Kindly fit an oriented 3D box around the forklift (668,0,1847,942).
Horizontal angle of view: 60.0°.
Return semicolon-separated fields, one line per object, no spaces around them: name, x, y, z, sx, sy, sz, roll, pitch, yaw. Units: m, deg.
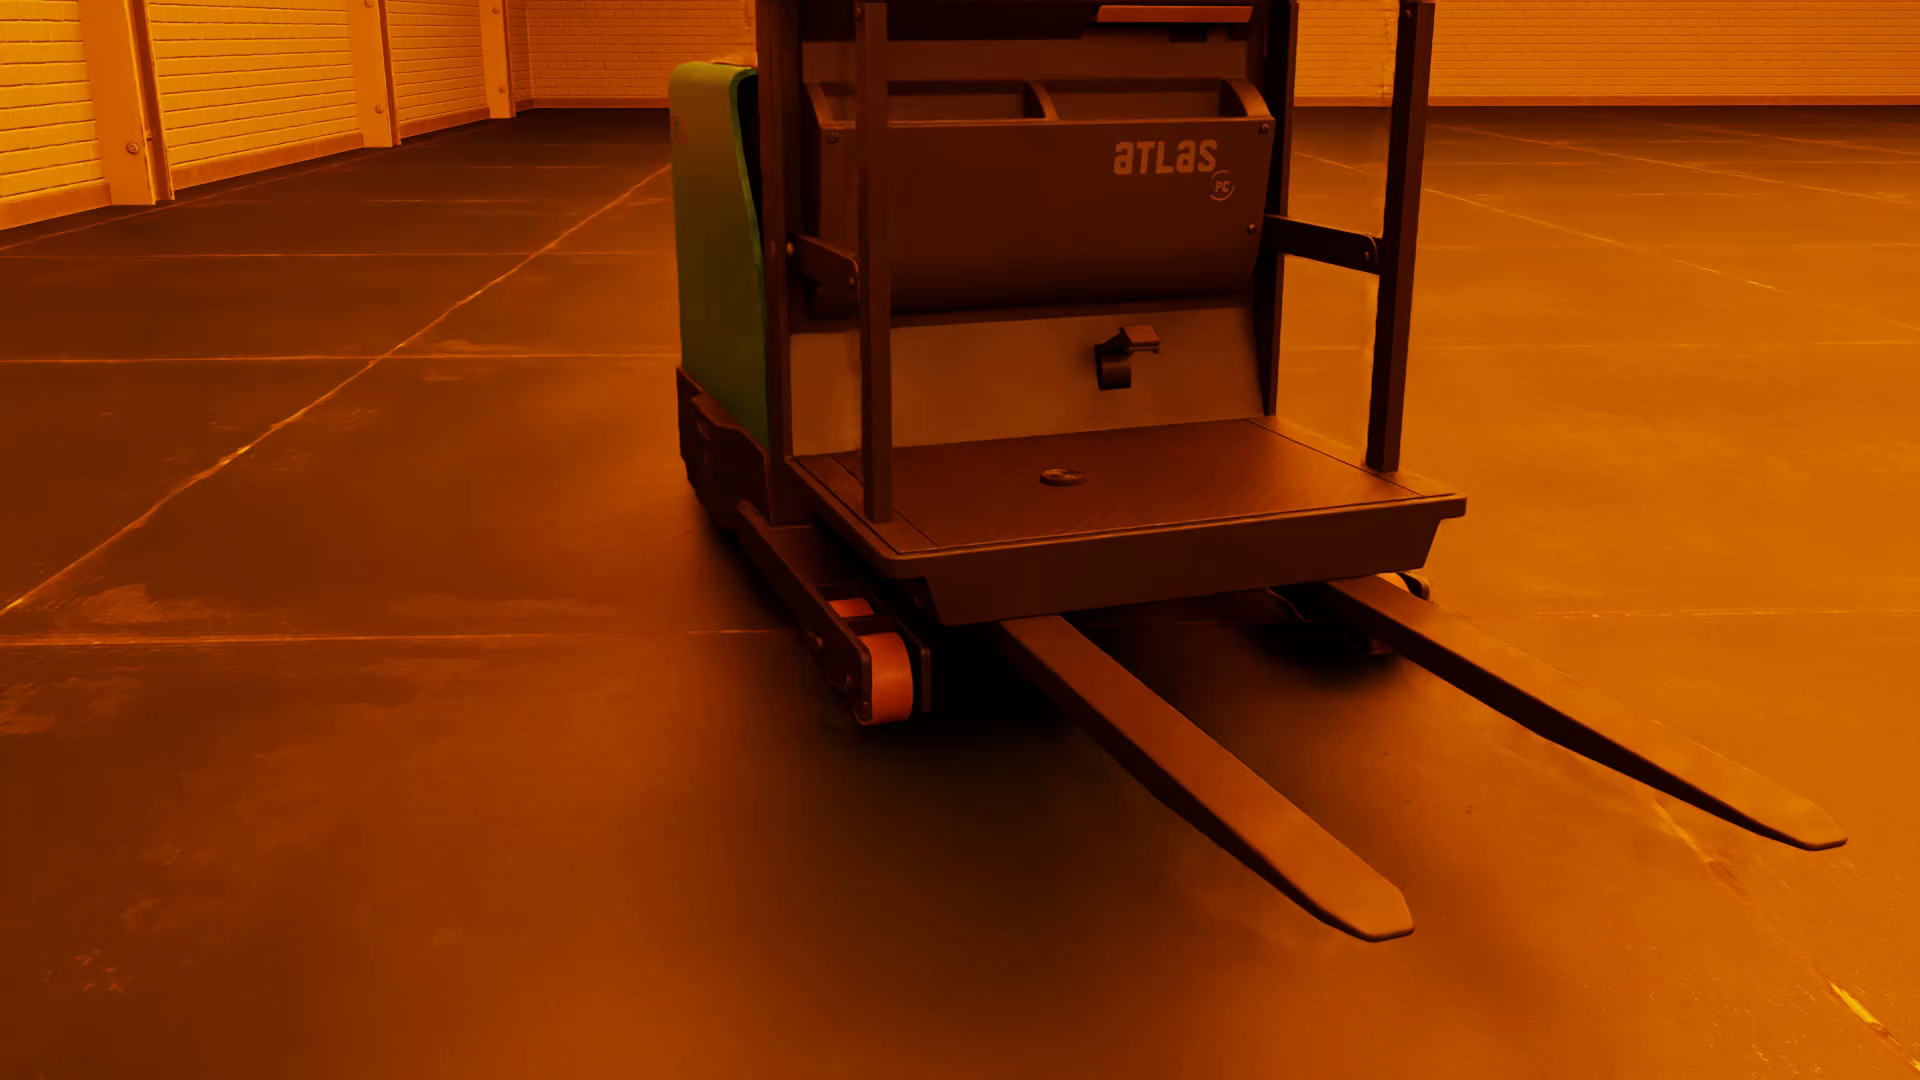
forklift;0.236;-1.214;2.876;1.130;2.935;3.031;-6;18;-19
